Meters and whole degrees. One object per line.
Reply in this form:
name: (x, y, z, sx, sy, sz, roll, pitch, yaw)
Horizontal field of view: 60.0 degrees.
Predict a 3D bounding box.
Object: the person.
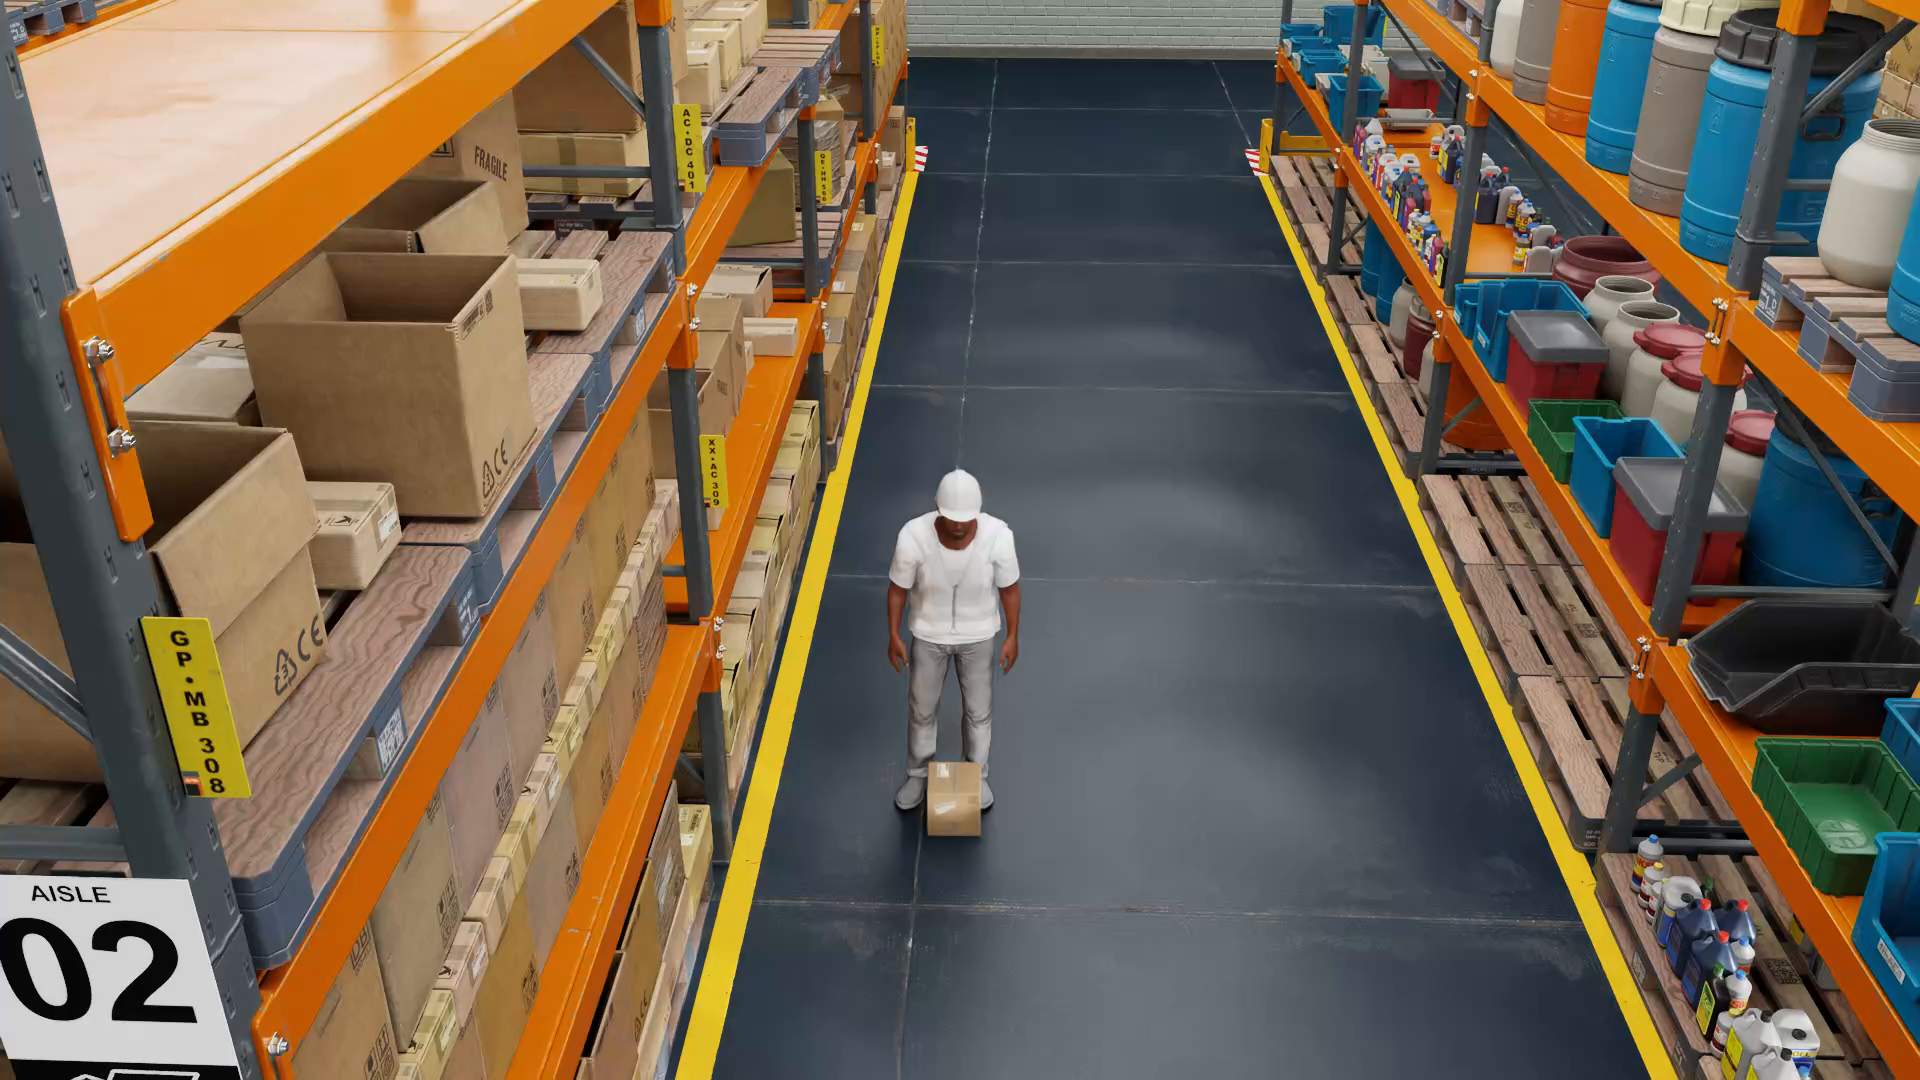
person: (-0.029, 0.456, 7.739, 0.622, 1.759, 0.462, 0, 28, 0)
